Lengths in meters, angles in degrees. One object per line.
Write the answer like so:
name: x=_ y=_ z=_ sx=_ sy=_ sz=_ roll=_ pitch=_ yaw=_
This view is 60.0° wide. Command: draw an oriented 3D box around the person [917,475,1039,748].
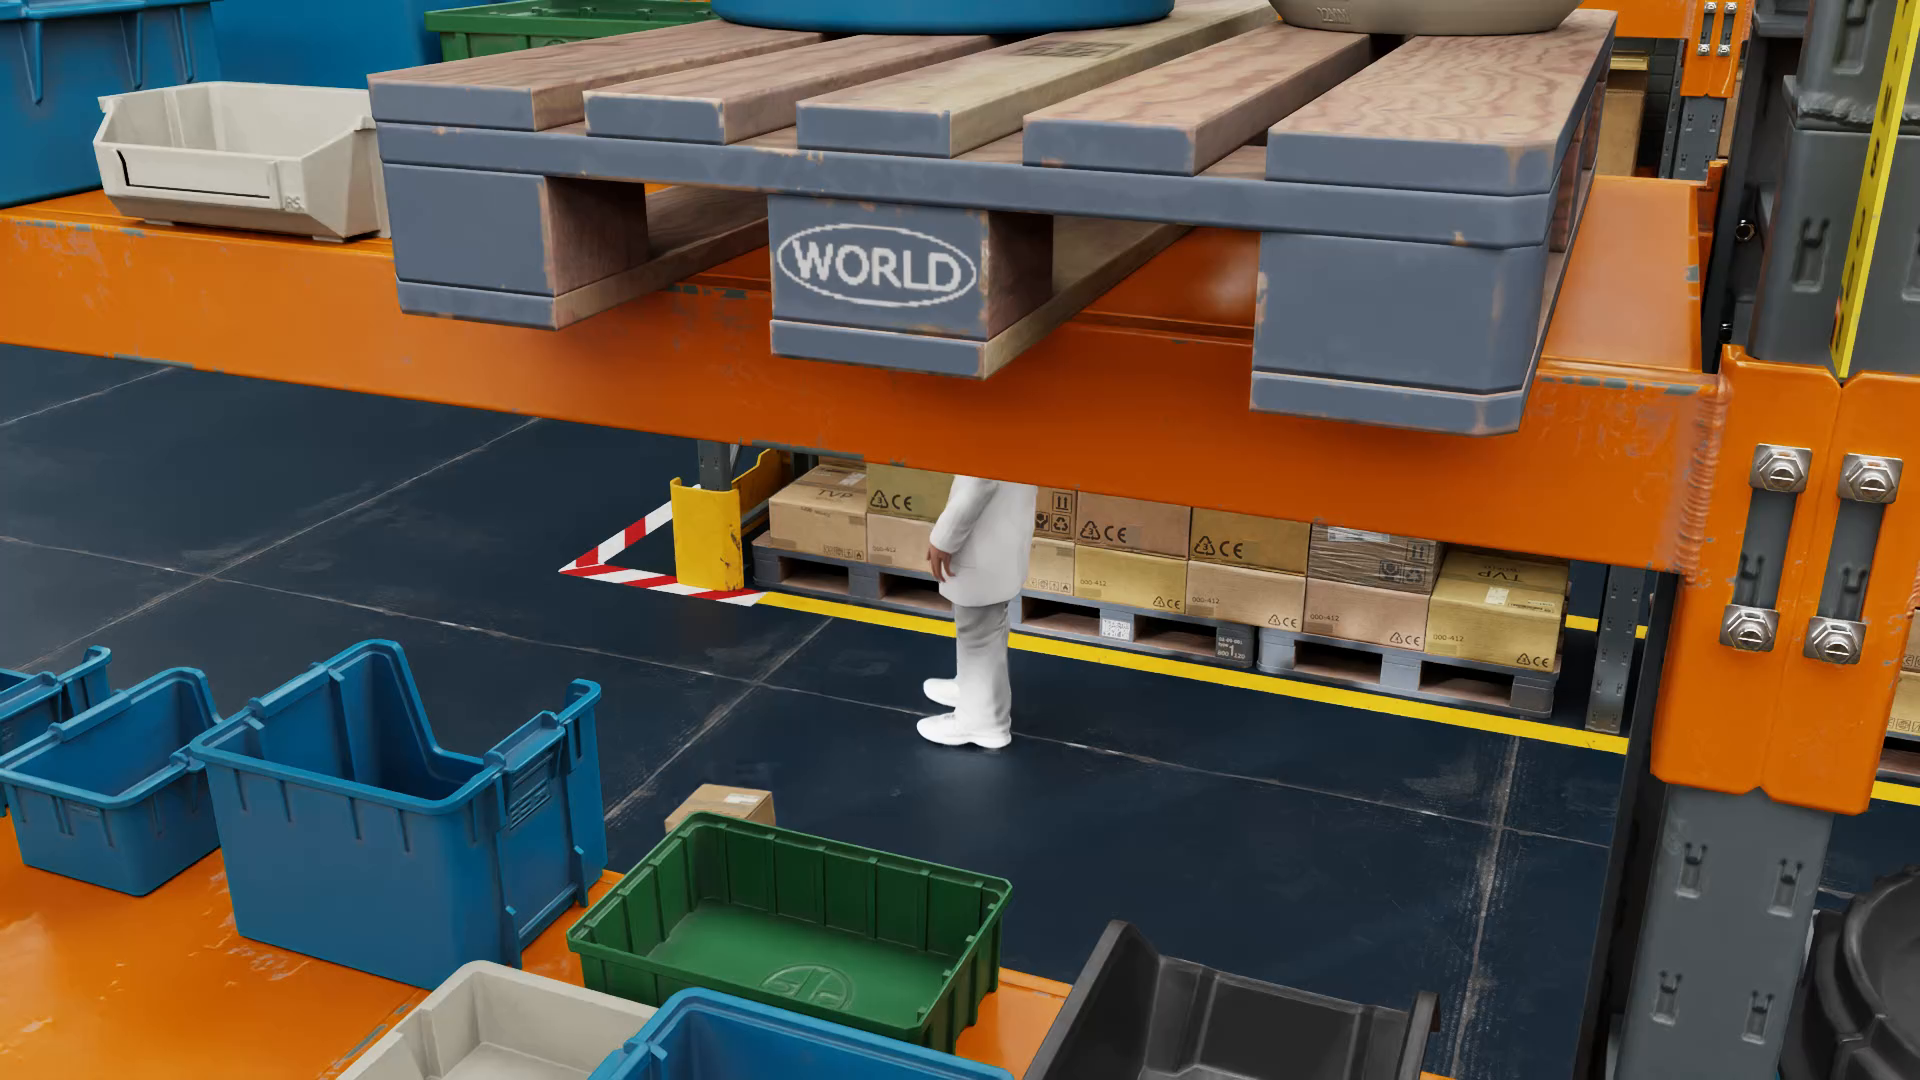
person: x=0.020 y=-0.053 z=6.219 sx=0.580 sy=1.776 sz=0.645 roll=9 pitch=24 yaw=20
